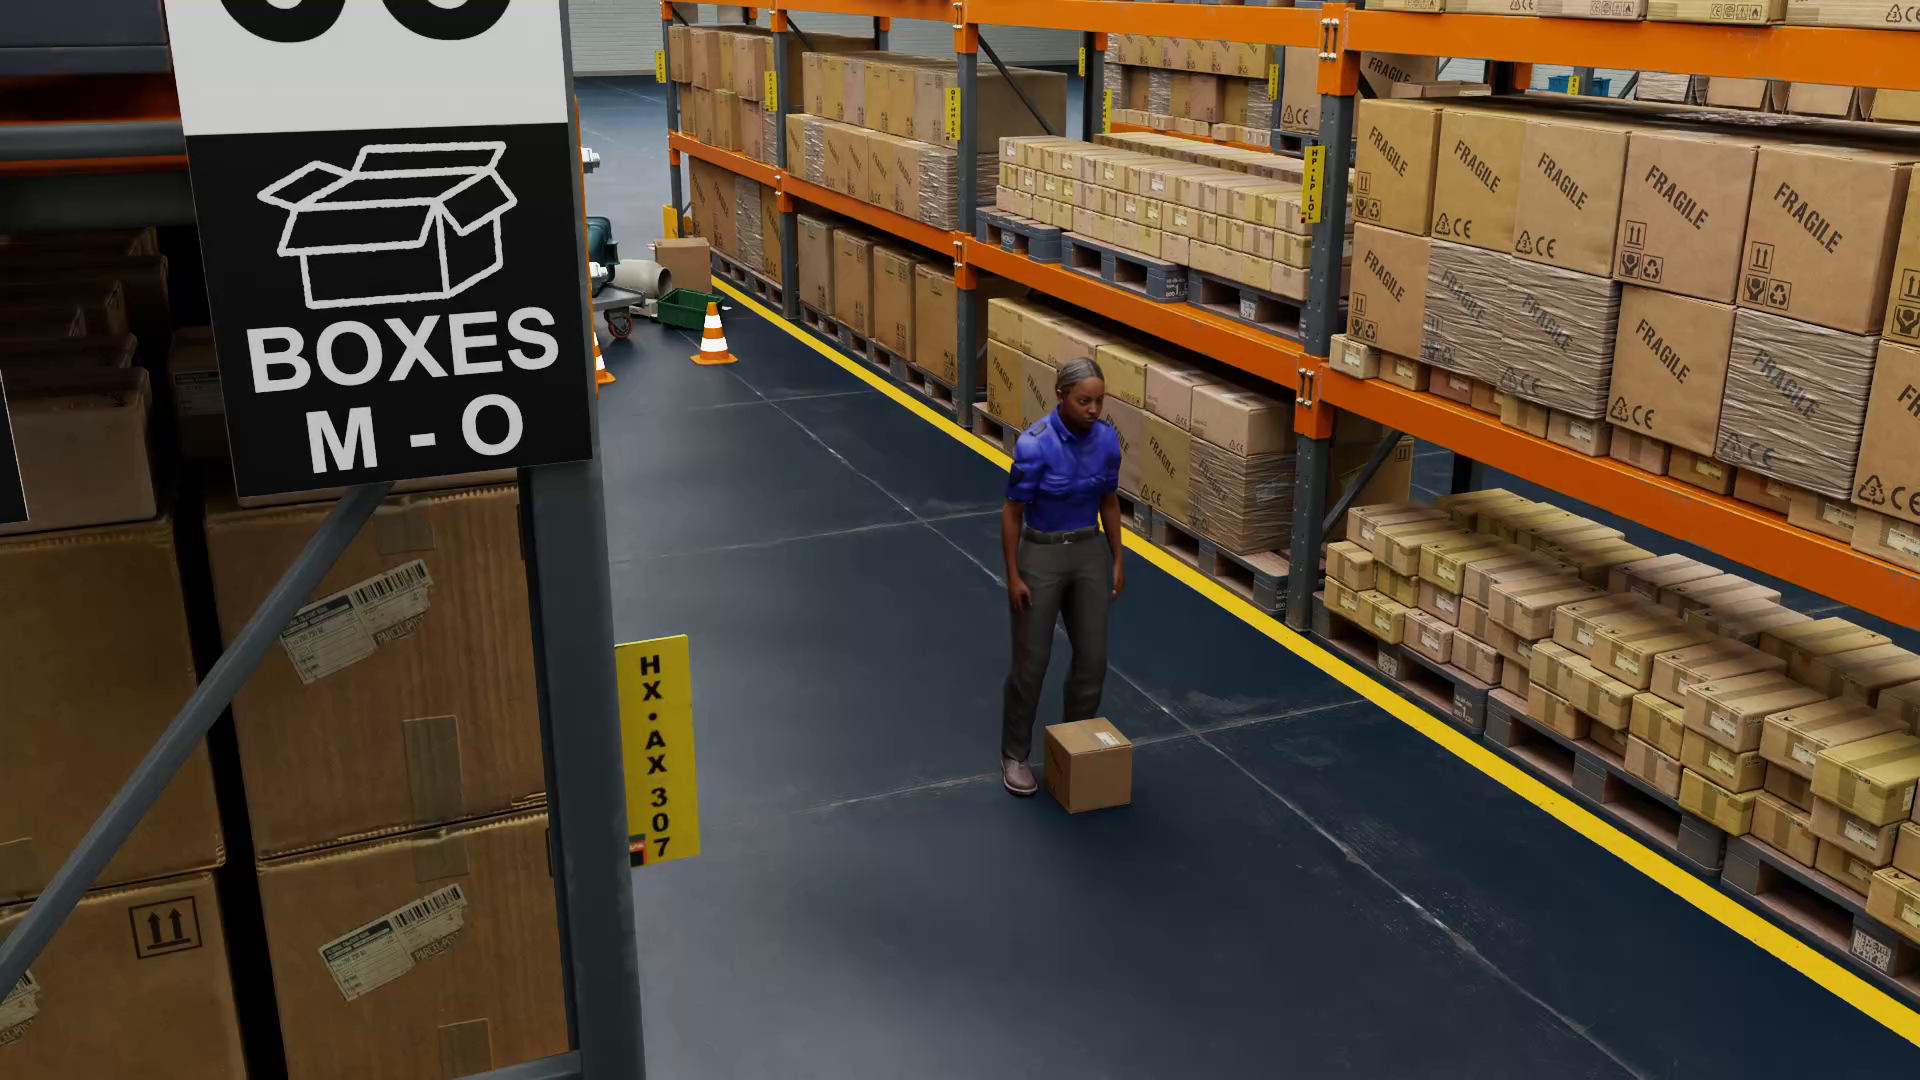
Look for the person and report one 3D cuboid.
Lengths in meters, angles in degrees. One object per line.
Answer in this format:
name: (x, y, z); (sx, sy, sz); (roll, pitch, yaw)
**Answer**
person: (0.385, 0.121, 6.217); (0.506, 1.655, 0.390); (-8, 20, -22)
